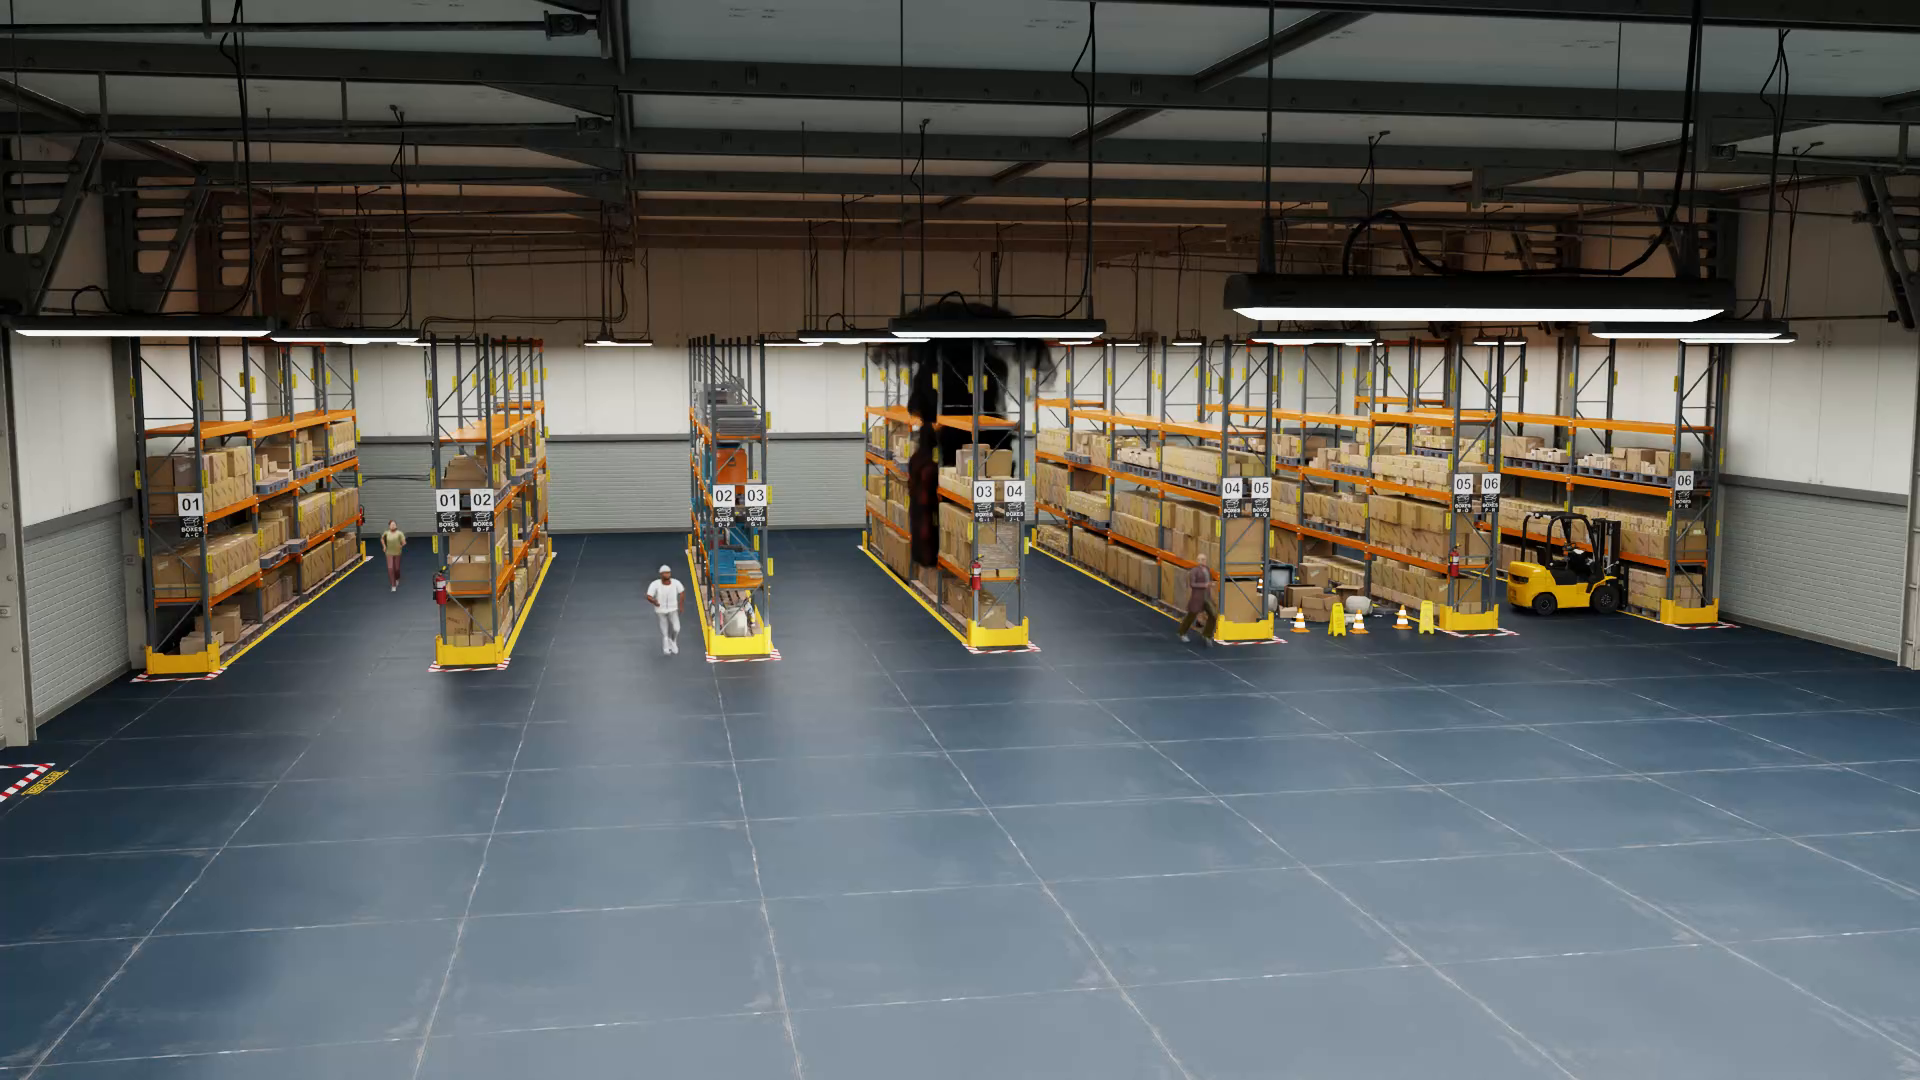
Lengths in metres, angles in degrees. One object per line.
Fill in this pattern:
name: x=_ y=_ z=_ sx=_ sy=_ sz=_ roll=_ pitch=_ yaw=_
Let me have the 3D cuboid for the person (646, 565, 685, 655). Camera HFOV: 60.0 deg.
person: x=-5.452 y=1.327 z=30.933 sx=0.731 sy=1.721 sz=0.645 roll=-2 pitch=7 yaw=-17

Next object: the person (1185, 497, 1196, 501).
person: x=7.154 y=-0.909 z=50.819 sx=0.793 sy=1.701 sz=0.554 roll=0 pitch=7 yaw=3

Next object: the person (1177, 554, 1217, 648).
person: x=4.646 y=1.164 z=32.192 sx=0.730 sy=1.829 sz=0.975 roll=-4 pitch=8 yaw=-33

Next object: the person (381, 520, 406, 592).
person: x=-13.491 y=0.358 z=39.611 sx=0.565 sy=1.669 sz=0.886 roll=-2 pitch=7 yaw=-16
